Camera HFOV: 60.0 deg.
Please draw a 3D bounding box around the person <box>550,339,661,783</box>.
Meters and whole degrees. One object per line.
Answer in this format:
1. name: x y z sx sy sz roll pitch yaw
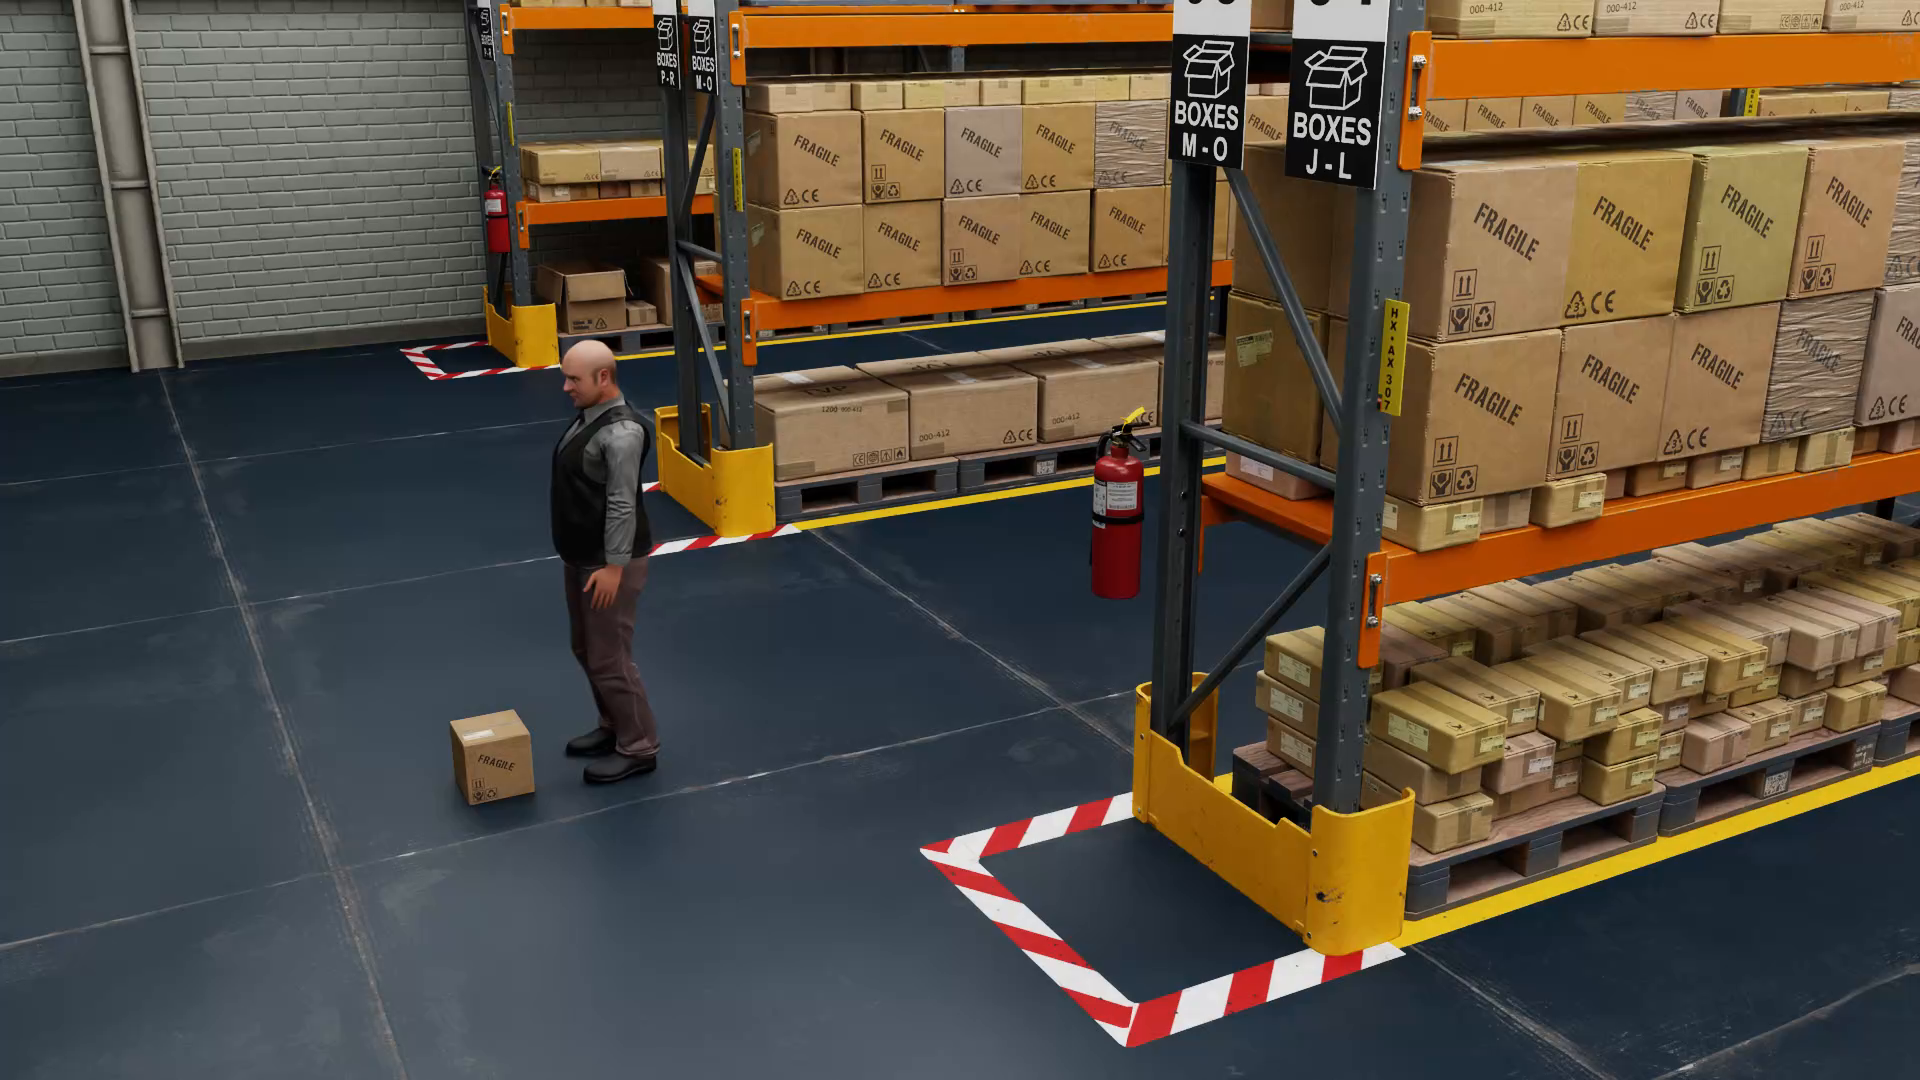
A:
1. person: -1.364 0.079 6.380 0.357 1.714 0.534 -9 20 -26
